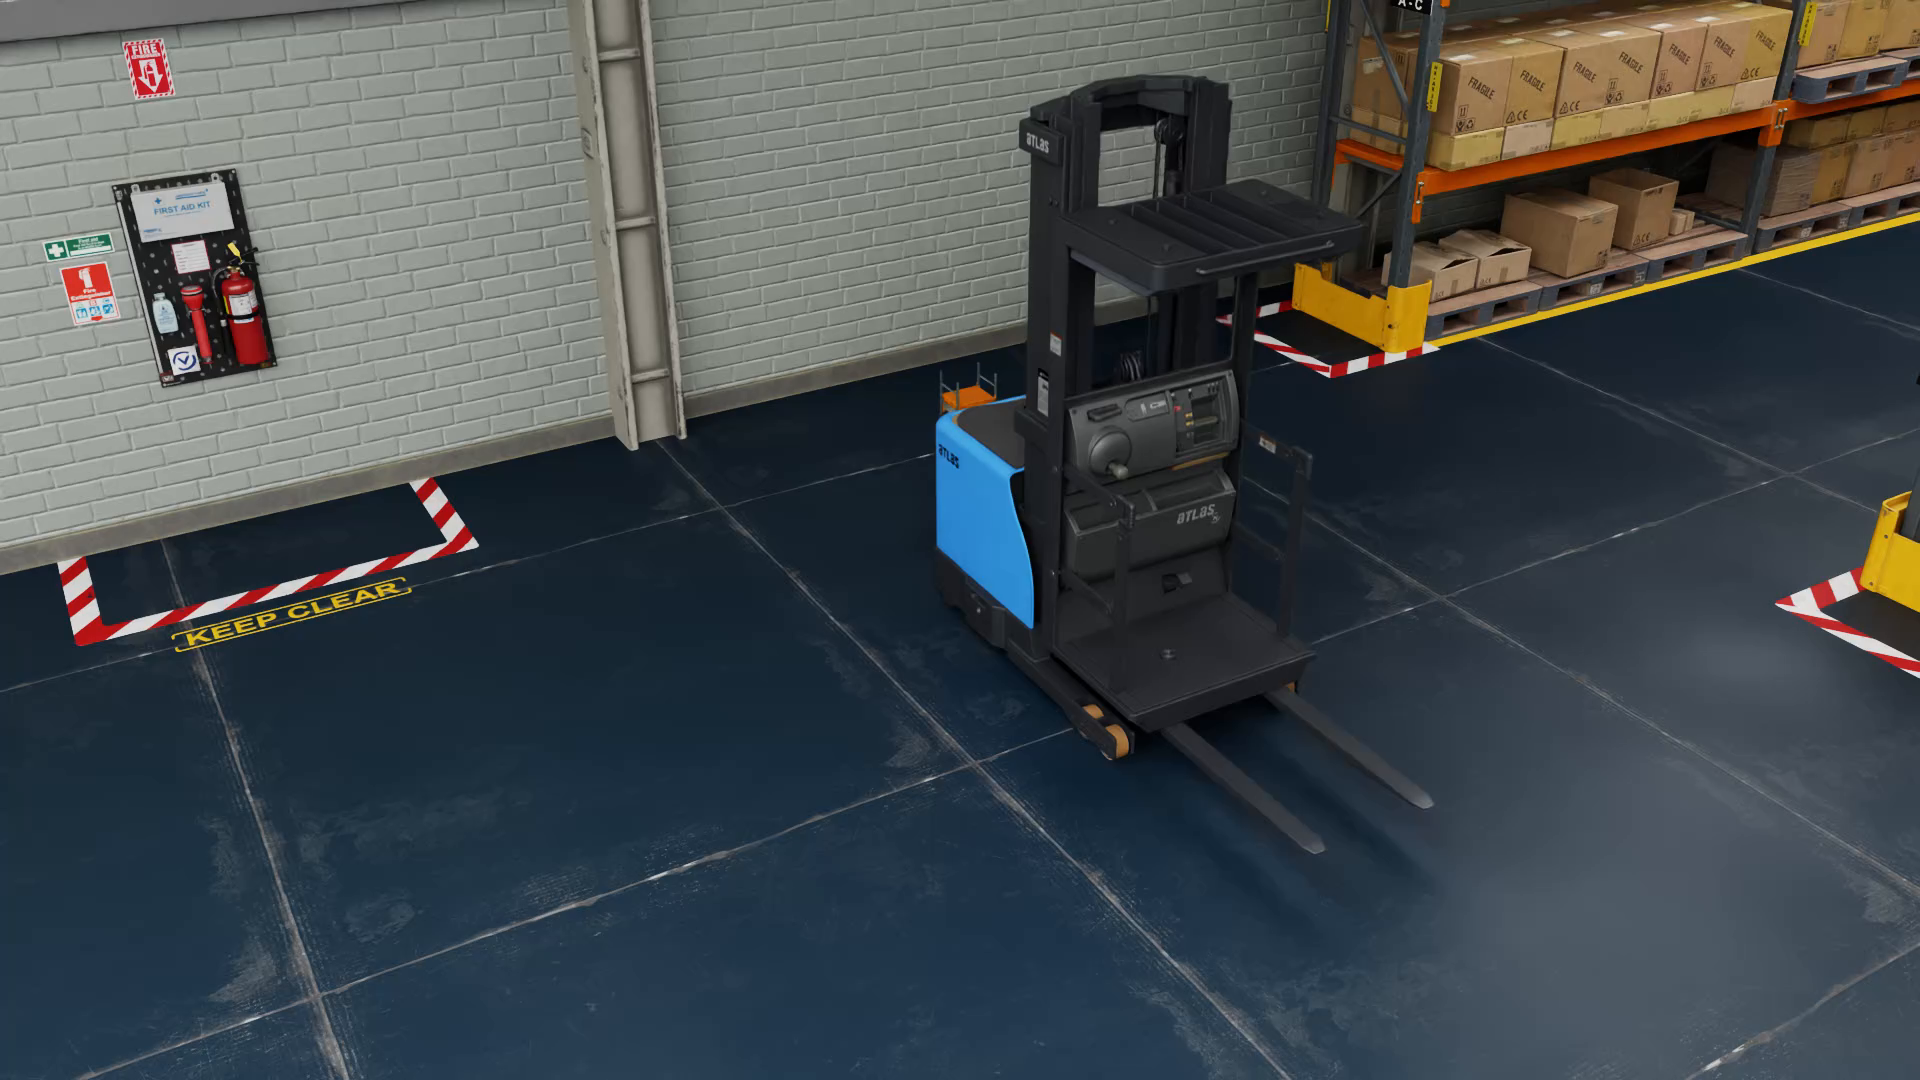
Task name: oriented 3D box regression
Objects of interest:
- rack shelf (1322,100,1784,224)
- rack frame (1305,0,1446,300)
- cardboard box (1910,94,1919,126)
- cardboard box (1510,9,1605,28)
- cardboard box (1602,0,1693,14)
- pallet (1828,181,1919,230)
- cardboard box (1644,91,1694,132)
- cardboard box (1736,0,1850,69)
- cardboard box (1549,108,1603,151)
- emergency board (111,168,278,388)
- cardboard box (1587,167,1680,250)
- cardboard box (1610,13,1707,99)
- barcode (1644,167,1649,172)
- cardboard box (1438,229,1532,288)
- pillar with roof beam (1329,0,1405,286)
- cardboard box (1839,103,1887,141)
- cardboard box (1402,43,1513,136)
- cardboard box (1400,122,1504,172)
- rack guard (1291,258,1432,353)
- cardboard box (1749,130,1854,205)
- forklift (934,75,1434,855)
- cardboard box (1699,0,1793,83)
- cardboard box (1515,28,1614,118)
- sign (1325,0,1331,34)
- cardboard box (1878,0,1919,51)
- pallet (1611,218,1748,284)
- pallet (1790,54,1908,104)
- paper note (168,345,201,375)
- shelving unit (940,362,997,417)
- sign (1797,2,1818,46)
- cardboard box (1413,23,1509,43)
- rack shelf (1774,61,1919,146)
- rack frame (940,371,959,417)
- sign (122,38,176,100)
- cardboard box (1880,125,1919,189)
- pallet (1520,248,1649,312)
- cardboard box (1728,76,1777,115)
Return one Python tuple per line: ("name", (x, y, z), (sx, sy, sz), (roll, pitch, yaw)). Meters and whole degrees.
("rack shelf", (4.686, -3.116, 13.037), (4.000, 0.370, 1.077), (-16, 33, -26))
("rack frame", (2.961, -2.942, 11.976), (0.127, 3.000, 1.000), (-16, 33, -26))
("cardboard box", (8.741, -4.015, 15.277), (0.500, 0.250, 0.500), (-15, 32, -25))
("cardboard box", (4.577, -3.788, 12.868), (0.500, 0.500, 0.500), (-15, 32, -26))
("cardboard box", (5.451, -4.039, 13.323), (0.500, 0.500, 0.500), (-16, 33, -27))
("pallet", (8.134, -3.192, 15.315), (1.213, 0.211, 1.003), (-16, 33, -26))
("cardboard box", (5.296, -3.374, 12.893), (0.500, 0.250, 0.500), (-16, 33, -27))
("cardboard box", (6.866, -4.268, 13.820), (0.500, 0.500, 0.700), (-16, 33, -26))
("cardboard box", (4.426, -3.127, 12.447), (0.500, 0.250, 0.500), (-16, 33, -27))
("emergency board", (-4.196, -1.416, 9.211), (0.643, 1.169, 0.194), (-16, 33, -26))
("cardboard box", (5.535, -2.748, 13.757), (0.500, 0.500, 0.500), (-19, 34, -30))
("cardboard box", (5.292, -3.704, 12.716), (0.500, 0.500, 0.500), (-17, 33, -28))
("barcode", (5.823, -3.127, 14.112), (0.075, 0.075, 0.001), (-16, 33, -26))
("cardboard box", (4.095, -2.229, 13.011), (0.500, 0.311, 0.500), (-13, 31, -22))
("pillar with roof beam", (5.308, -4.307, 8.240), (0.400, 9.000, 9.100), (-16, 33, -26))
("cardboard box", (7.861, -3.773, 14.837), (0.500, 0.250, 0.500), (-17, 33, -28))
("cardboard box", (3.525, -3.205, 11.811), (0.500, 0.500, 0.500), (-16, 33, -26))
("cardboard box", (3.543, -2.872, 11.984), (0.500, 0.250, 0.500), (-17, 33, -28))
("rack guard", (3.027, -1.866, 12.614), (0.348, 0.500, 1.175), (-16, 33, -26))
("cardboard box", (7.456, -3.354, 14.854), (0.500, 0.500, 0.700), (-17, 33, -27))
("forklift", (1.021, -0.496, 7.615), (1.130, 2.935, 3.031), (-15, 32, -26))
("cardboard box", (6.159, -3.948, 13.157), (0.500, 0.500, 0.500), (-16, 33, -26))
("cardboard box", (4.405, -3.446, 12.247), (0.500, 0.500, 0.500), (-17, 33, -28))
("sign", (2.697, -3.823, 12.048), (0.005, 0.325, 0.100), (-16, 33, -26))
("cardboard box", (7.903, -4.576, 14.378), (0.500, 0.500, 0.700), (-11, 31, -20))
("pallet", (5.849, -2.521, 14.099), (1.213, 0.211, 1.003), (-16, 33, -26))
("pallet", (7.143, -3.963, 14.026), (1.213, 0.211, 1.003), (-16, 33, -26))
("paper note", (-4.384, -1.015, 9.397), (0.142, 0.148, 0.016), (-16, 33, -26))
("shelving unit", (0.046, -0.473, 9.520), (0.252, 1.050, 0.215), (-16, 33, -26))
("sign", (6.692, -4.076, 13.135), (0.005, 0.325, 0.100), (-16, 33, -26))
("cardboard box", (3.699, -3.536, 12.412), (0.500, 0.500, 0.500), (-15, 32, -26))
("rack shelf", (8.134, -4.096, 14.811), (4.000, 0.370, 1.077), (-16, 33, -26))
("rack frame", (-0.059, -0.443, 9.466), (0.008, 1.050, 0.200), (-16, 33, -26))
("sign", (-4.254, -2.470, 8.722), (0.199, 0.298, 0.001), (-16, 33, -26))
("cardboard box", (8.347, -3.589, 15.281), (0.500, 0.500, 0.700), (-16, 33, -27))
("pallet", (4.796, -2.220, 13.555), (1.213, 0.211, 1.003), (-16, 33, -26))
("cardboard box", (6.155, -3.622, 13.343), (0.500, 0.250, 0.500), (-16, 33, -26))
